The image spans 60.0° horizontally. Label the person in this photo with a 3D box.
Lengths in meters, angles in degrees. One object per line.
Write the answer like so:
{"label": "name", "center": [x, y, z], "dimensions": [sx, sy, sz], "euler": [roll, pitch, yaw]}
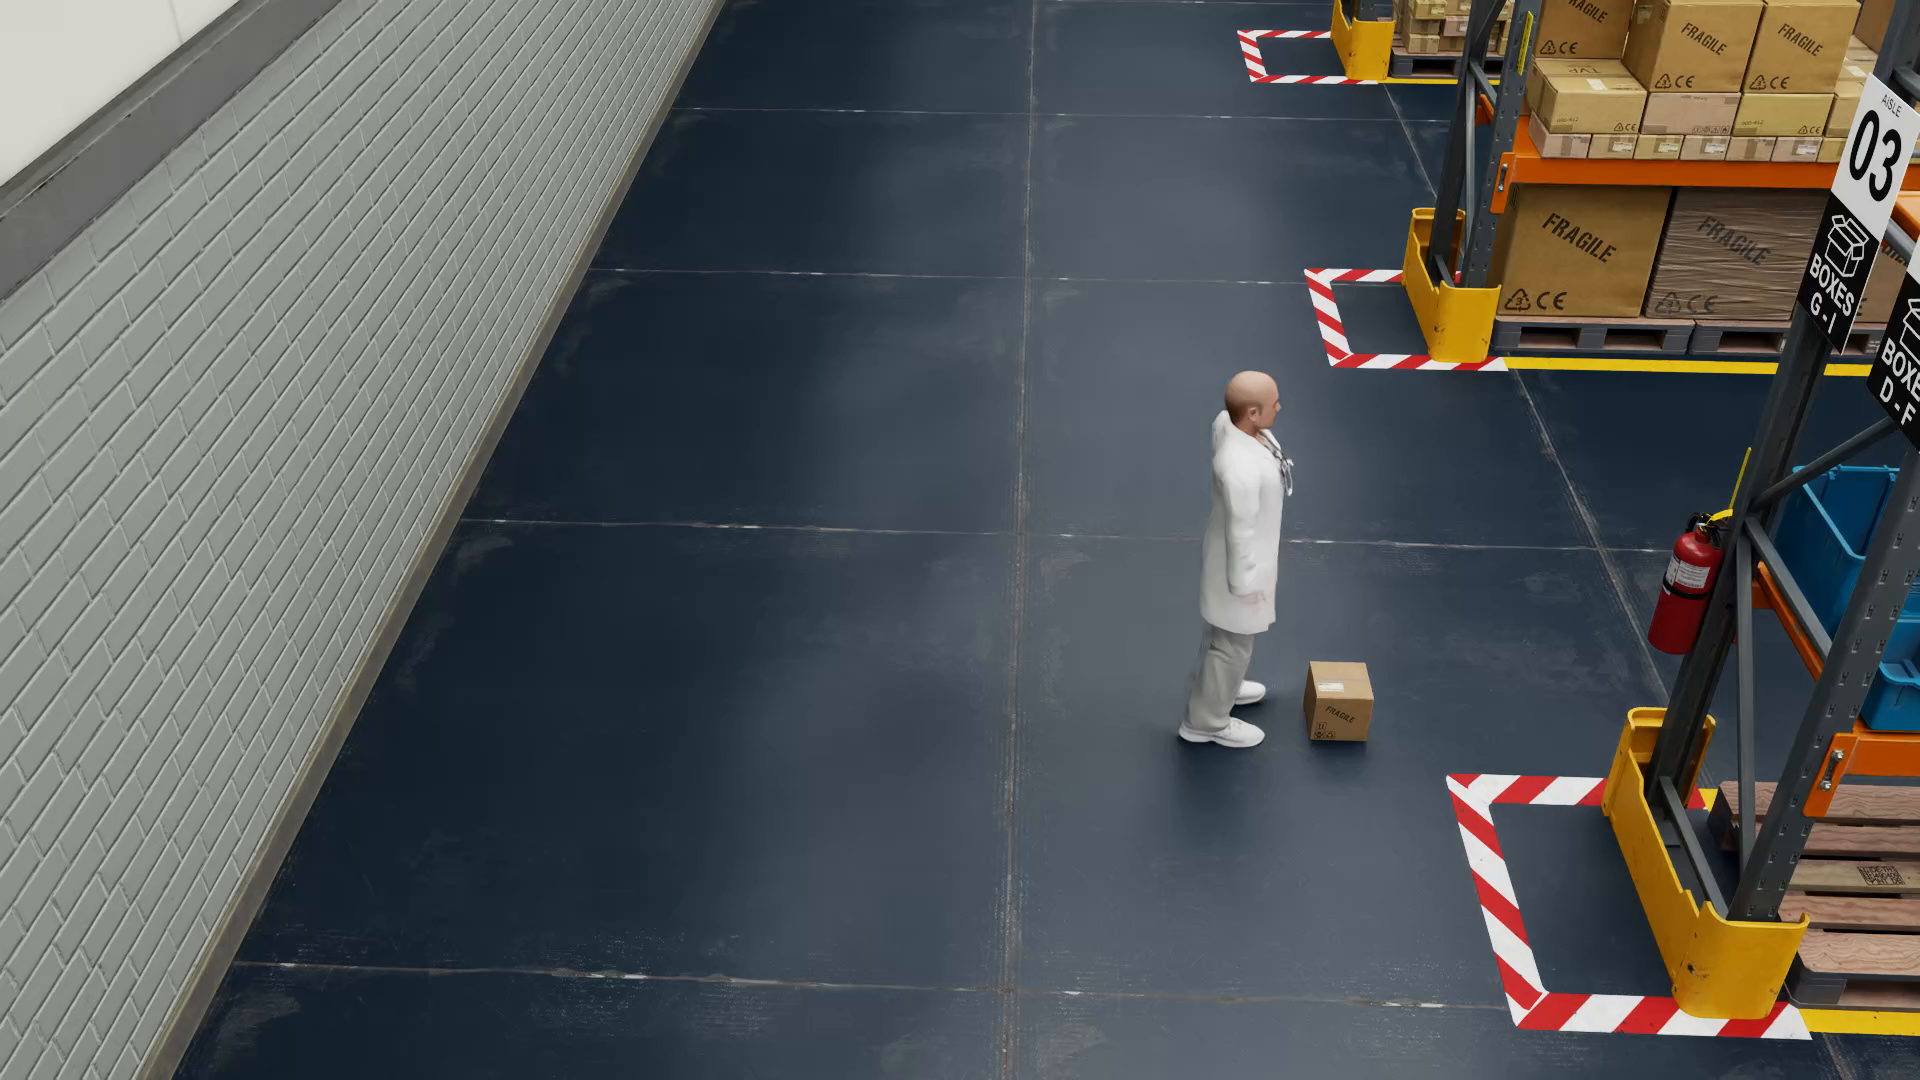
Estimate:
{"label": "person", "center": [1.188, 0.075, 7.031], "dimensions": [0.407, 1.779, 0.562], "euler": [2, 35, 3]}
